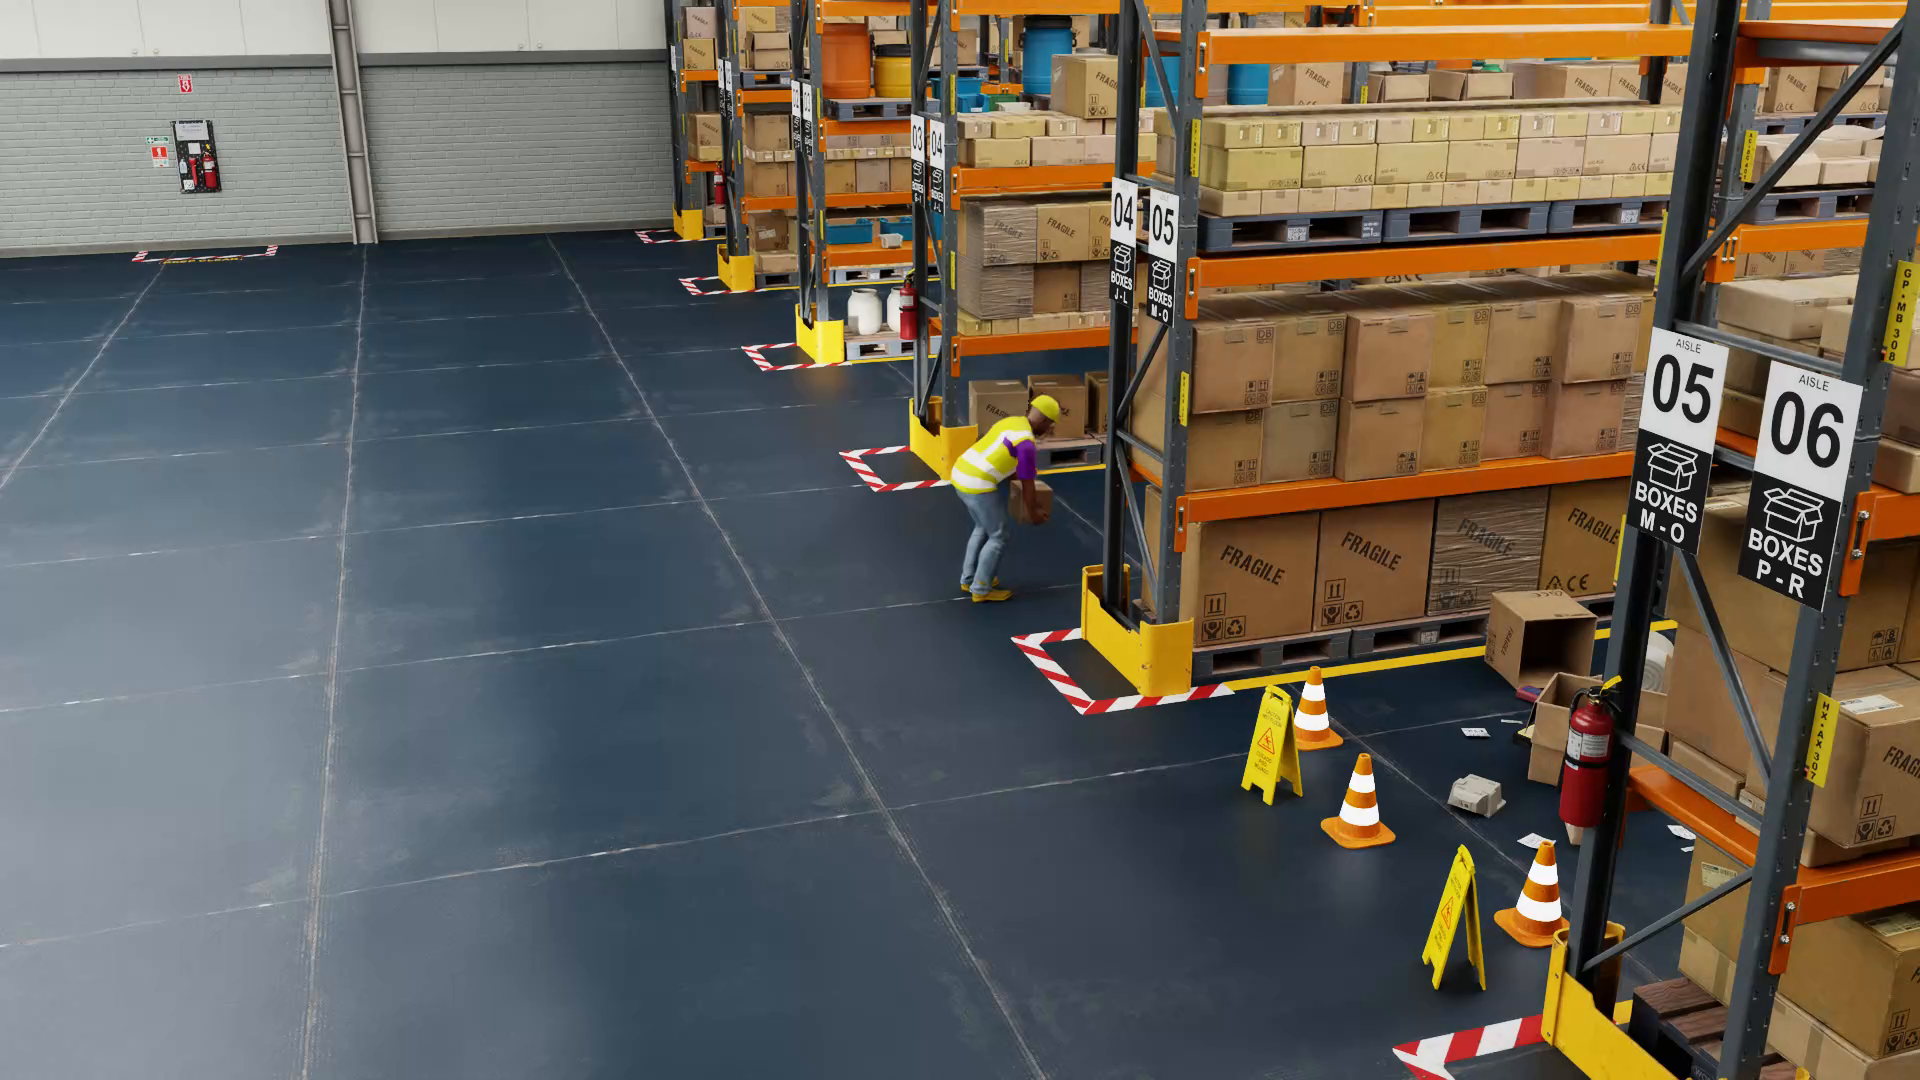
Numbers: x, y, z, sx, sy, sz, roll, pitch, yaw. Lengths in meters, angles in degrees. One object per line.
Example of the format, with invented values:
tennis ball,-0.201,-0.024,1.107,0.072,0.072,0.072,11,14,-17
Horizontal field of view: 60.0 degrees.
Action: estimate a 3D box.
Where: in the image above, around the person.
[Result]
person,0.348,-0.325,12.375,0.832,1.497,0.488,-7,20,-19
